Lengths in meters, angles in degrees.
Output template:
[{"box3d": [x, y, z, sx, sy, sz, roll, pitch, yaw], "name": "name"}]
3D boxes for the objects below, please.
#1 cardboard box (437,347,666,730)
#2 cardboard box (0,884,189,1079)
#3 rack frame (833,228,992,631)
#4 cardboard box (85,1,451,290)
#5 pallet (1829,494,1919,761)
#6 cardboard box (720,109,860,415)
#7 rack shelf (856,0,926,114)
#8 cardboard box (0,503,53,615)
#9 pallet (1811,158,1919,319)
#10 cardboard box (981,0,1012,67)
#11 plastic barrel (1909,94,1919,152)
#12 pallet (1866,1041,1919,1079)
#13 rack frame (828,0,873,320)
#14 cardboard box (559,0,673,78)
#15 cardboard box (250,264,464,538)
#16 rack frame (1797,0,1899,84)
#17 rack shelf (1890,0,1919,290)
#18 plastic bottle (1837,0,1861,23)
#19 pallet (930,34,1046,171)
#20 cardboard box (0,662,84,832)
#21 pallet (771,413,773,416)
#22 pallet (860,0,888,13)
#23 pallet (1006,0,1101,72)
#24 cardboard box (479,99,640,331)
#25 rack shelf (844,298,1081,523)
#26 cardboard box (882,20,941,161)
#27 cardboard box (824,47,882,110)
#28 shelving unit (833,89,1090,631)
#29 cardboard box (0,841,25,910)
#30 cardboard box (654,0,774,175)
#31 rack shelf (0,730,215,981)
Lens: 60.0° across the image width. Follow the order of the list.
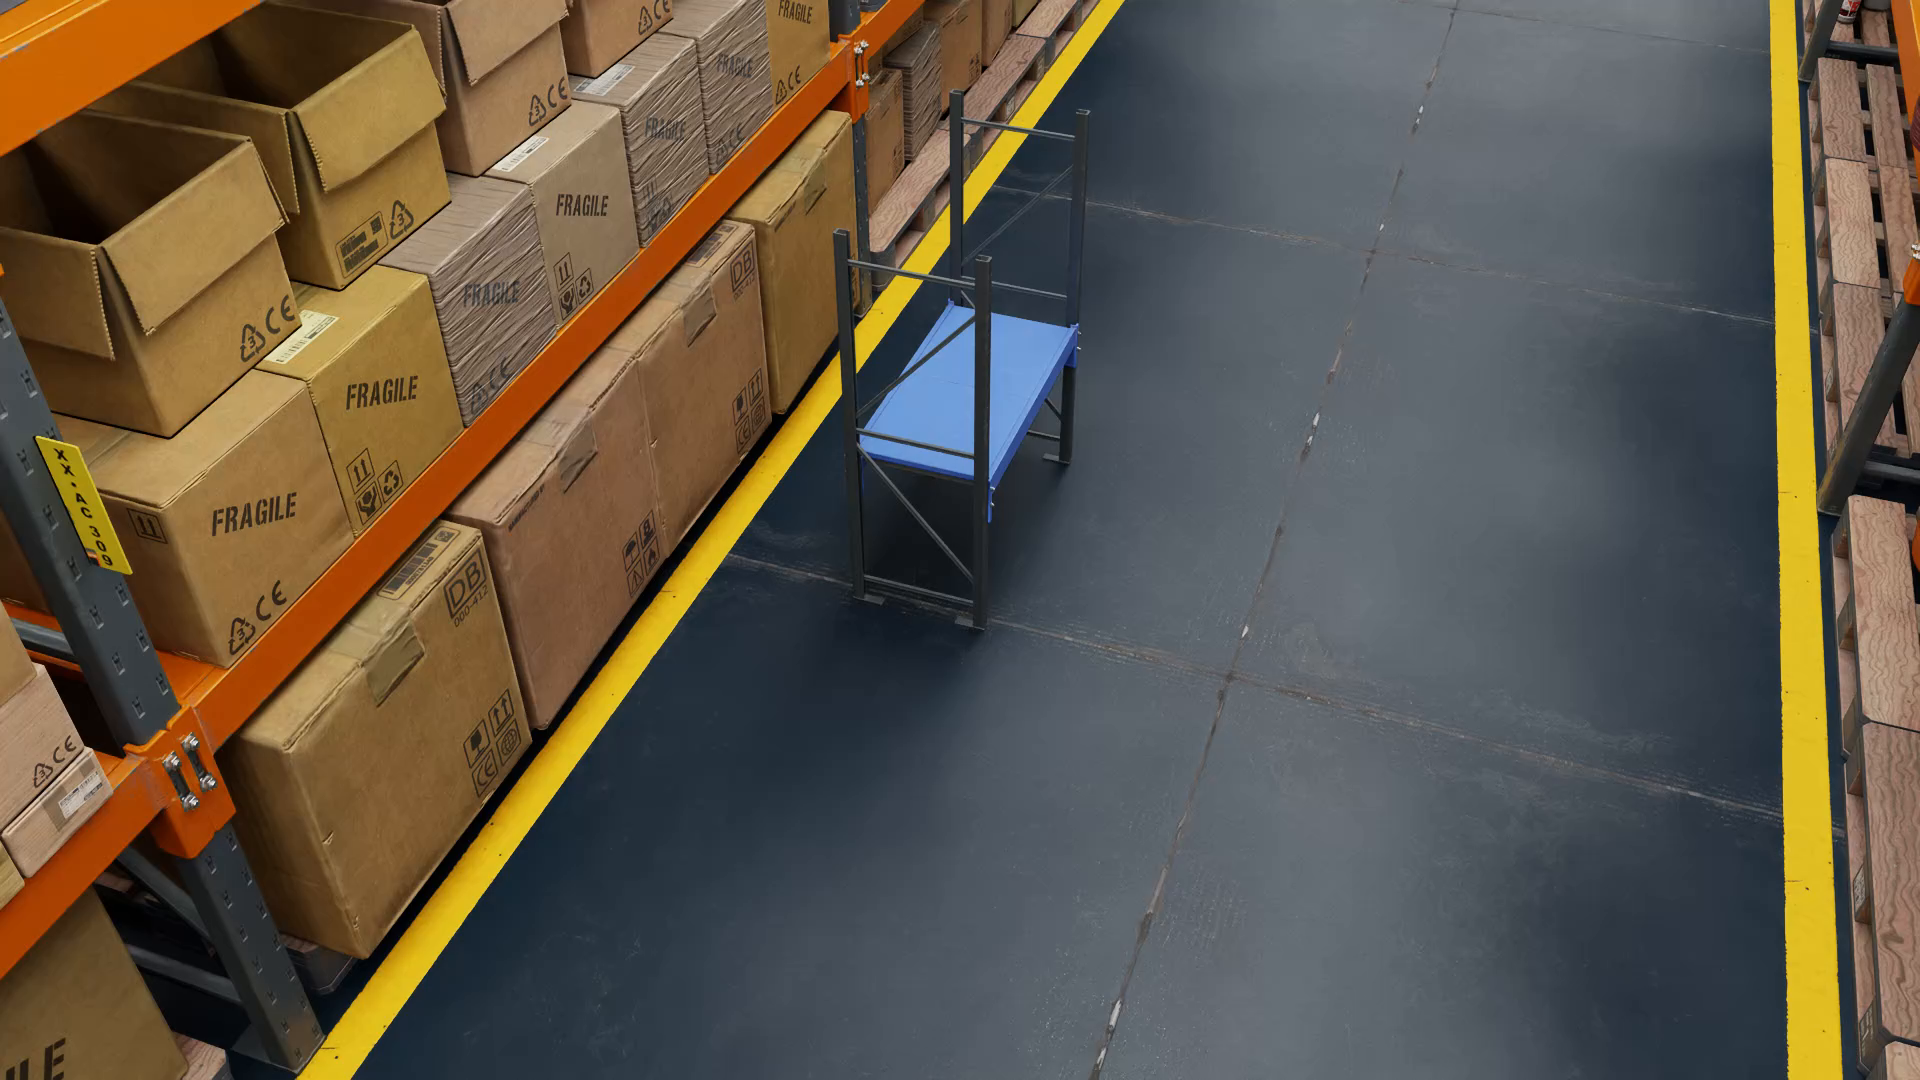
[{"box3d": [-1.746, -0.119, 5.392, 1.225, 0.875, 0.875, 12, 42, 14], "name": "cardboard box"}, {"box3d": [-2.552, 1.206, 3.839, 0.875, 0.875, 0.875, 13, 42, 15], "name": "cardboard box"}, {"box3d": [-0.145, -0.313, 5.461, 0.500, 1.500, 0.032, 13, 42, 15], "name": "rack frame"}, {"box3d": [-1.795, -1.054, 4.325, 0.797, 0.503, 0.637, 14, 42, 16], "name": "cardboard box"}, {"box3d": [3.541, 0.383, 5.638, 1.003, 0.211, 1.213, 13, 42, 15], "name": "pallet"}, {"box3d": [-1.139, -1.202, 6.661, 1.225, 0.875, 0.875, 11, 42, 13], "name": "cardboard box"}, {"box3d": [-0.199, -3.213, 8.259, 1.077, 0.370, 4.000, 13, 42, 15], "name": "rack shelf"}, {"box3d": [-2.348, -0.211, 4.109, 0.500, 0.500, 0.500, 13, 42, 15], "name": "cardboard box"}, {"box3d": [4.491, -1.312, 7.626, 1.003, 0.211, 1.213, 13, 42, 15], "name": "pallet"}, {"box3d": [-0.117, -2.925, 8.955, 0.700, 0.500, 0.500, 10, 41, 11], "name": "cardboard box"}, {"box3d": [3.645, -1.570, 5.674, 0.600, 0.536, 0.708, 13, 42, 15], "name": "plastic barrel"}, {"box3d": [2.706, 1.871, 3.894, 1.003, 0.211, 1.213, 13, 42, 15], "name": "pallet"}, {"box3d": [-0.883, -2.267, 6.596, 1.000, 3.000, 0.127, 13, 42, 15], "name": "rack frame"}, {"box3d": [-1.374, -1.847, 5.254, 0.797, 0.503, 0.637, 14, 42, 16], "name": "cardboard box"}, {"box3d": [-1.688, -0.397, 4.327, 0.500, 0.500, 0.500, 13, 42, 15], "name": "cardboard box"}, {"box3d": [5.139, -3.607, 8.167, 1.000, 3.000, 0.127, 13, 42, 15], "name": "rack frame"}, {"box3d": [4.455, -2.114, 6.971, 1.077, 0.370, 4.000, 13, 42, 15], "name": "rack shelf"}, {"box3d": [4.970, -3.001, 9.273, 0.097, 0.201, 0.097, 0, 40, 0], "name": "plastic bottle"}, {"box3d": [-0.196, -2.424, 8.929, 1.003, 0.211, 1.213, 13, 42, 15], "name": "pallet"}, {"box3d": [-2.155, 0.444, 3.305, 0.500, 0.250, 0.500, 13, 42, 14], "name": "cardboard box"}, {"box3d": [-1.224, -0.742, 6.957, 1.003, 0.211, 1.213, 13, 42, 15], "name": "pallet"}, {"box3d": [-0.740, -2.652, 7.195, 1.213, 0.211, 1.003, 13, 42, 15], "name": "pallet"}, {"box3d": [0.220, -3.171, 9.804, 1.003, 0.211, 1.213, 13, 42, 15], "name": "pallet"}, {"box3d": [-1.345, -1.019, 5.056, 0.500, 0.500, 0.500, 14, 42, 16], "name": "cardboard box"}, {"box3d": [0.029, -0.486, 5.941, 0.538, 0.185, 1.000, 13, 42, 15], "name": "rack shelf"}, {"box3d": [-0.495, -2.238, 8.149, 0.700, 0.500, 0.500, 10, 41, 12], "name": "cardboard box"}, {"box3d": [-0.682, -2.184, 7.508, 0.500, 0.250, 0.500, 15, 43, 17], "name": "cardboard box"}, {"box3d": [0.029, -0.623, 5.824, 0.538, 1.500, 1.048, 13, 42, 15], "name": "shelving unit"}, {"box3d": [-2.135, 0.684, 3.330, 0.380, 0.149, 0.250, 14, 42, 16], "name": "cardboard box"}, {"box3d": [-0.995, -1.646, 5.791, 0.500, 0.500, 0.500, 13, 42, 15], "name": "cardboard box"}, {"box3d": [-2.935, 1.666, 2.540, 1.077, 0.370, 4.000, 13, 42, 15], "name": "rack shelf"}]
